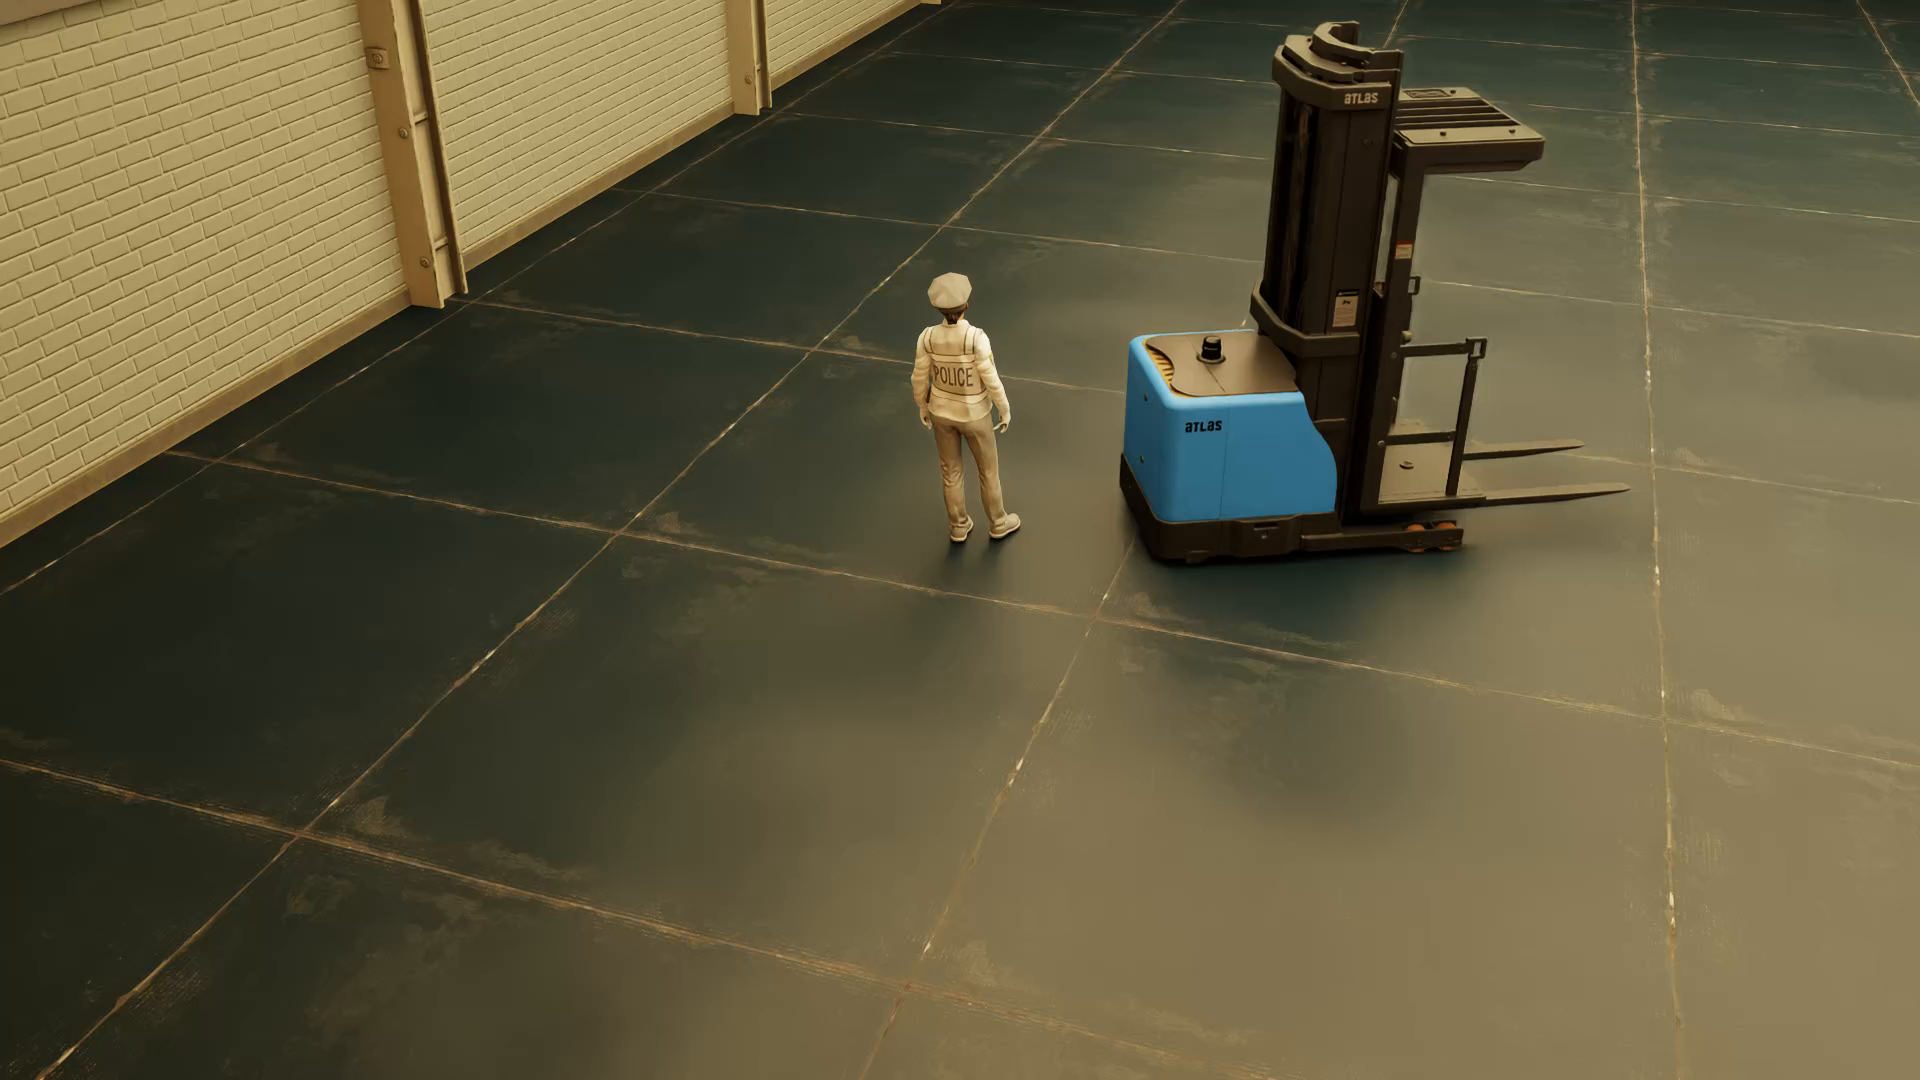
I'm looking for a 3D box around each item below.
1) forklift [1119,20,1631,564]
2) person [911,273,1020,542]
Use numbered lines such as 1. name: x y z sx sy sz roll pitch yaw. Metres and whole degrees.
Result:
1. forklift: 2.572 -1.453 9.685 3.031 2.935 1.130 -4 30 -7
2. person: 0.029 -0.773 9.728 0.587 1.694 0.530 10 31 16
